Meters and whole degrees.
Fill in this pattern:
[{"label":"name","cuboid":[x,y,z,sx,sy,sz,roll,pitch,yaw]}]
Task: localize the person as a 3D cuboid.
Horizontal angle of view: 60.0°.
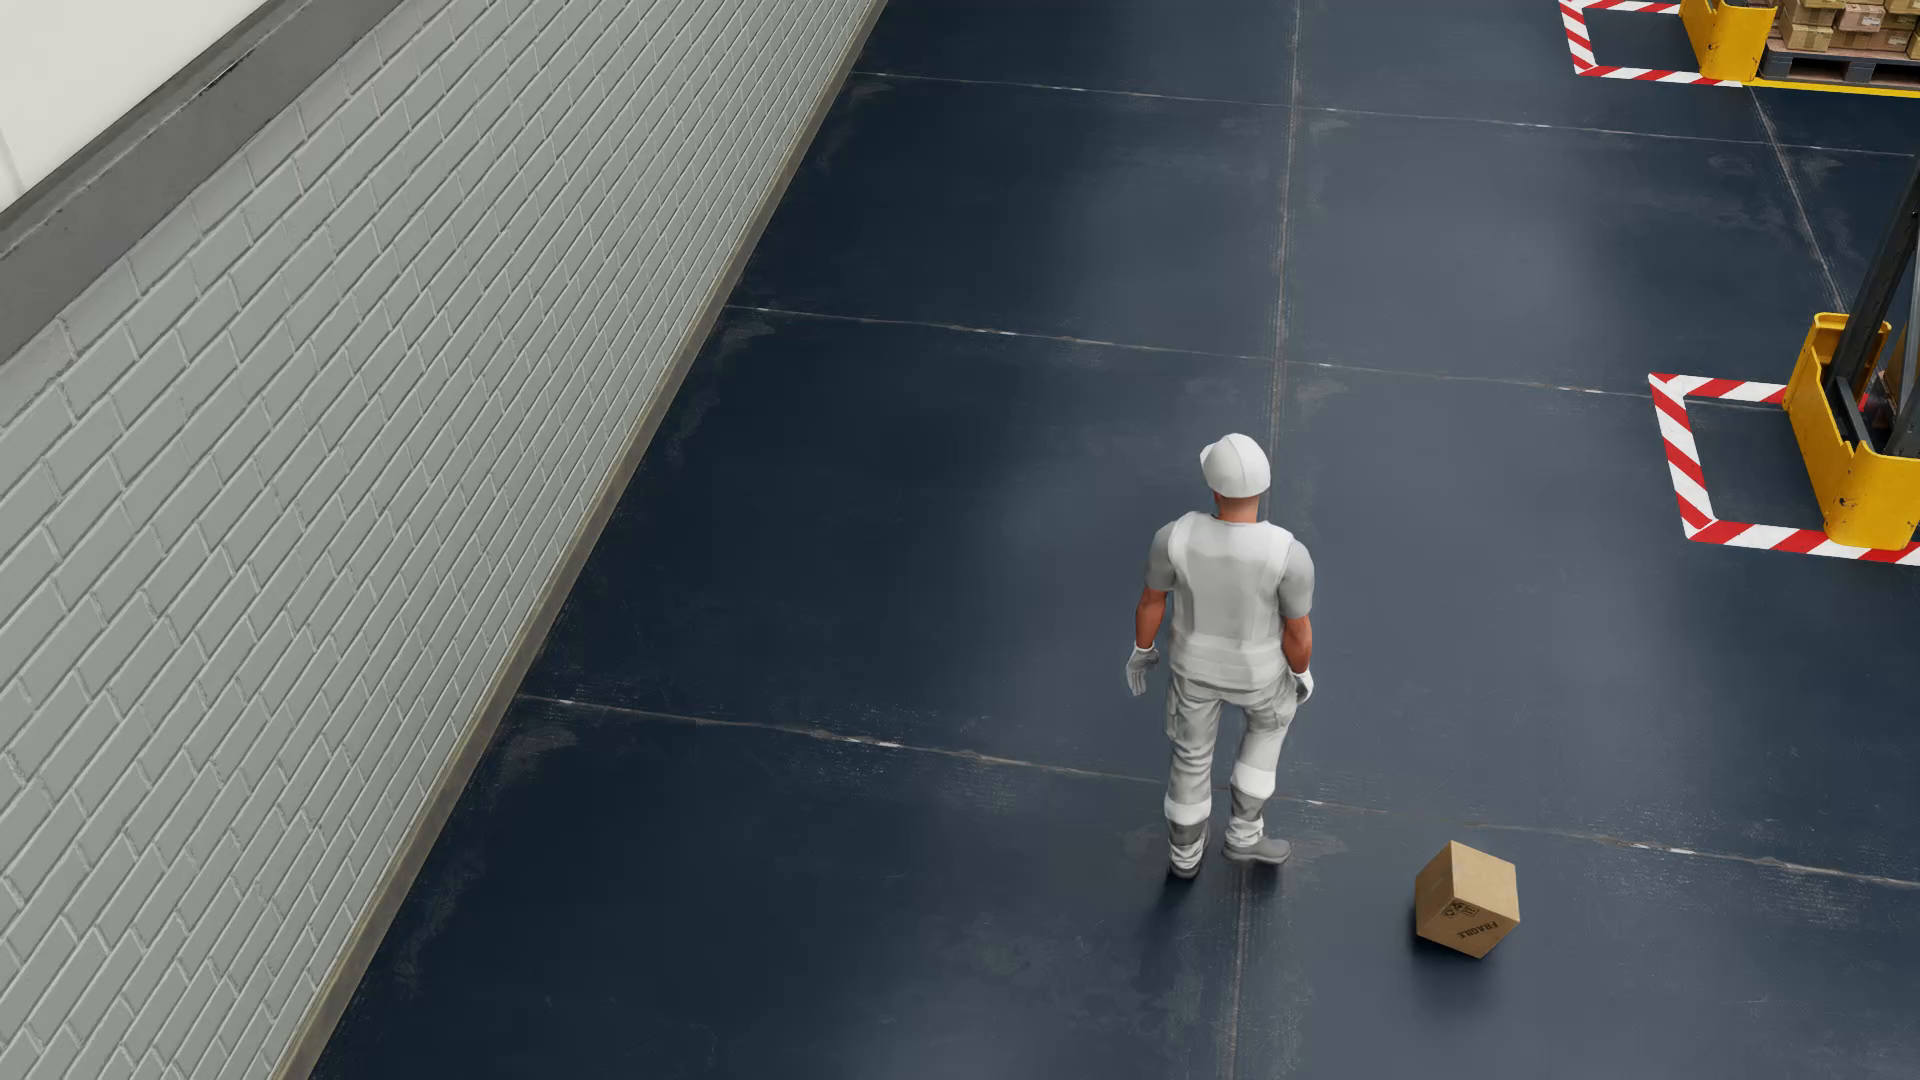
[{"label":"person","cuboid":[0.896,0.424,5.606,0.658,1.772,0.451,12,42,14]}]
